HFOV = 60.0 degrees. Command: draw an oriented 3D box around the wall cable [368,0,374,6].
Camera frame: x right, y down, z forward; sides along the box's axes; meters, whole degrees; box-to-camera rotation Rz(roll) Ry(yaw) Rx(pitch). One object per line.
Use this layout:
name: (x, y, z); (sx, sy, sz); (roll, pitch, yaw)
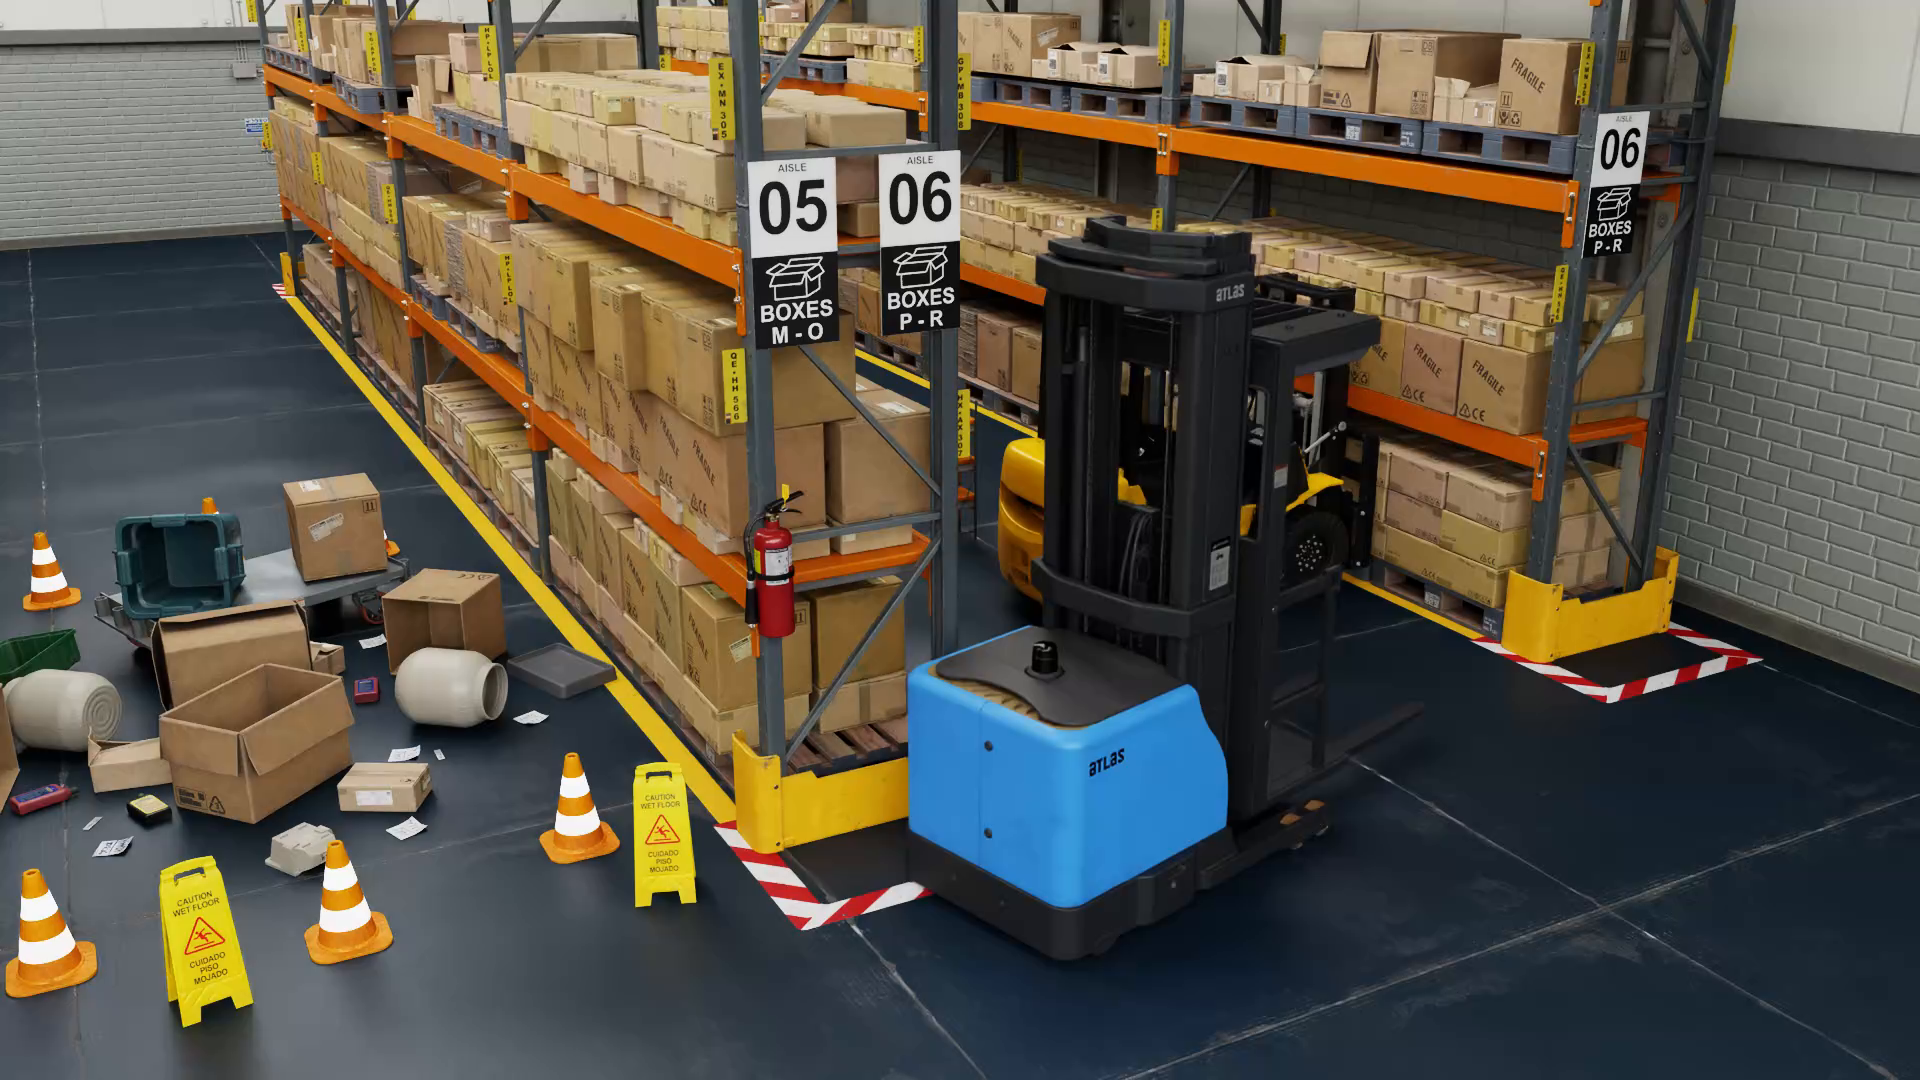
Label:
wall cable: (-7.890, -9.620, 26.158); (2.988, 3.039, 0.133); (-10, 21, -27)

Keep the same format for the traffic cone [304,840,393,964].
traffic cone: (-2.631, 1.497, 7.083); (0.336, 0.463, 0.334); (-10, 21, -27)

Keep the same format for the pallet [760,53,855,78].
pallet: (-1.560, -5.394, 18.853); (1.213, 0.211, 1.003); (-10, 21, -27)

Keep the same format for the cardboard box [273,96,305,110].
cardboard box: (-8.149, -5.323, 20.278); (0.380, 0.149, 0.250); (-9, 21, -26)

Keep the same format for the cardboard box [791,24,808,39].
cardboard box: (-1.634, -5.580, 18.237); (0.380, 0.149, 0.250); (-10, 22, -28)

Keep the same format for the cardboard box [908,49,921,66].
cardboard box: (-0.288, -4.714, 16.215); (0.380, 0.149, 0.250); (-9, 21, -26)

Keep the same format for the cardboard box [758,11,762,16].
cardboard box: (-2.259, -6.094, 19.603); (0.500, 0.250, 0.500); (-10, 21, -27)

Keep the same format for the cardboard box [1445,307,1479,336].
cardboard box: (3.263, -1.381, 10.386); (0.380, 0.149, 0.250); (-10, 21, -26)

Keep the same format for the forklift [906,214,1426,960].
forklift: (1.169, -0.029, 7.723); (3.031, 2.935, 1.130); (-17, 26, -41)

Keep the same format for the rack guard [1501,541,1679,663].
rack guard: (3.902, 0.371, 10.291); (1.175, 0.500, 0.348); (-10, 21, -27)

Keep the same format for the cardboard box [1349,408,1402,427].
cardboard box: (3.123, -0.793, 11.869); (0.500, 0.250, 0.500); (-10, 22, -28)

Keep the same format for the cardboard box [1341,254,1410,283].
cardboard box: (2.802, -1.822, 11.209); (0.380, 0.149, 0.250); (-10, 21, -26)

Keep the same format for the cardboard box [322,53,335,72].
cardboard box: (-5.881, -4.581, 15.925); (0.380, 0.166, 0.250); (-12, 22, -30)

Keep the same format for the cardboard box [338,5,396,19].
cardboard box: (-6.269, -5.405, 17.648); (0.500, 0.500, 0.500); (-10, 21, -26)

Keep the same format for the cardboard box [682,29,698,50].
cardboard box: (-3.245, -6.437, 21.363); (0.500, 0.250, 0.500); (-11, 22, -28)

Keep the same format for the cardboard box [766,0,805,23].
cardboard box: (-1.972, -6.003, 18.829); (0.396, 0.266, 0.258); (-10, 22, -27)

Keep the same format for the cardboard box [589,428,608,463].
cardboard box: (-1.909, -0.569, 9.566); (0.380, 0.149, 0.250); (-10, 21, -26)

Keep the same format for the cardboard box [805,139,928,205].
cardboard box: (-0.480, -1.721, 7.696); (0.500, 0.250, 0.500); (-10, 22, -28)

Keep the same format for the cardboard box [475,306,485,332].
cardboard box: (-3.250, -1.600, 11.912); (0.380, 0.149, 0.250); (-10, 21, -26)

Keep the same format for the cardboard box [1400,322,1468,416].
cardboard box: (3.188, -1.116, 10.614); (0.500, 0.500, 0.500); (-9, 21, -25)

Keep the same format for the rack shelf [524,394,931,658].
rack shelf: (-1.426, -0.282, 9.453); (1.077, 0.370, 4.000); (-10, 21, -27)

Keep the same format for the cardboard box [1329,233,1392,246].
cardboard box: (2.908, -2.124, 12.083); (0.380, 0.149, 0.250); (-10, 22, -28)

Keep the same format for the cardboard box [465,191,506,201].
cardboard box: (-3.814, -2.643, 13.940); (0.500, 0.500, 0.500); (-11, 22, -28)

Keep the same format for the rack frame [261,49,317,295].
rack frame: (-8.074, -4.641, 20.982); (1.000, 3.000, 0.127); (-10, 21, -27)

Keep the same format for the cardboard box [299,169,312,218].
cardboard box: (-7.120, -3.922, 18.747); (0.500, 0.500, 0.500); (-10, 22, -27)

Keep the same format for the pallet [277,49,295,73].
pallet: (-7.129, -5.455, 18.879); (1.003, 0.211, 1.213); (-10, 21, -27)

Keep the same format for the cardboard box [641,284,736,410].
cardboard box: (-1.144, -0.968, 8.195); (0.700, 0.500, 0.500); (-10, 21, -26)

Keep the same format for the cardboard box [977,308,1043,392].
cardboard box: (0.693, -1.823, 15.812); (0.875, 0.625, 0.625); (-9, 21, -25)

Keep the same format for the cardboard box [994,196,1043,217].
cardboard box: (0.537, -3.044, 15.208); (0.380, 0.149, 0.250); (-10, 21, -26)

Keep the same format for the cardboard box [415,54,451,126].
cardboard box: (-3.833, -3.536, 13.028); (0.700, 0.500, 0.500); (-10, 21, -27)

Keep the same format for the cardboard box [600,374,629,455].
cardboard box: (-1.668, -0.786, 9.201); (0.500, 0.500, 0.500); (-10, 21, -26)

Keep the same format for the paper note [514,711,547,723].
paper note: (-2.382, 0.983, 9.236); (0.148, 0.019, 0.142); (16, 25, 39)

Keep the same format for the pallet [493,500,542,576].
pallet: (-2.746, -0.101, 12.101); (1.003, 0.211, 1.213); (-10, 21, -27)

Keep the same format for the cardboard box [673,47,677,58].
cardboard box: (-3.613, -6.511, 22.189); (0.380, 0.149, 0.250); (-10, 21, -26)

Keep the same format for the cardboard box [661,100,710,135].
cardboard box: (-1.197, -2.007, 7.912); (0.380, 0.149, 0.250); (-10, 21, -26)

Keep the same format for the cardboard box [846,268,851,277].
cardboard box: (-1.042, -3.004, 18.432); (0.380, 0.149, 0.250); (-10, 21, -26)

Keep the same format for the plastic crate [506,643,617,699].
plastic crate: (-2.351, 0.762, 9.801); (0.583, 0.080, 0.402); (16, 25, 39)

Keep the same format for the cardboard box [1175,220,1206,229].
cardboard box: (1.932, -2.539, 13.744); (0.380, 0.149, 0.250); (-11, 22, -28)

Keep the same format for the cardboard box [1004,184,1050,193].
cardboard box: (0.647, -3.348, 16.089); (0.380, 0.149, 0.250); (-9, 21, -25)

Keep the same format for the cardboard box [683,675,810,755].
cardboard box: (-1.108, 0.856, 8.623); (0.500, 0.250, 0.500); (-10, 21, -27)

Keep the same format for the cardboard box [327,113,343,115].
cardboard box: (-6.740, -4.524, 17.963); (0.380, 0.149, 0.250); (-10, 21, -27)

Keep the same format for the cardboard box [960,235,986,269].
cardboard box: (0.322, -2.733, 15.683); (0.500, 0.250, 0.500); (-10, 22, -28)

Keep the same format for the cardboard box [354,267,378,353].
cardboard box: (-5.809, -2.521, 17.453); (0.875, 0.875, 0.875); (-9, 21, -25)

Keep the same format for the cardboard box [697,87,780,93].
cardboard box: (-1.160, -2.299, 8.760); (0.380, 0.149, 0.250); (-9, 21, -26)

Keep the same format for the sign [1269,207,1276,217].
sign: (2.479, -2.499, 13.327); (0.100, 0.325, 0.005); (-10, 21, -27)

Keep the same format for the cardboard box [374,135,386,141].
cardboard box: (-5.741, -3.923, 17.216); (0.500, 0.500, 0.500); (-9, 21, -25)

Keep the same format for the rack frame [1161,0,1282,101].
rack frame: (1.991, -4.802, 12.252); (1.000, 3.000, 0.127); (-10, 21, -27)

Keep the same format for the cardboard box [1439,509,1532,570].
cardboard box: (3.384, -0.044, 10.466); (0.500, 0.250, 0.500); (-10, 22, -27)

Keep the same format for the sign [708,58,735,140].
sign: (-0.974, -1.804, 6.805); (0.100, 0.325, 0.005); (-10, 21, -27)

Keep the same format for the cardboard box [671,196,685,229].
cardboard box: (-1.135, -1.554, 7.823); (0.380, 0.149, 0.250); (-9, 21, -25)

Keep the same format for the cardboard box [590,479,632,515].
cardboard box: (-1.950, -0.276, 9.759); (0.380, 0.149, 0.250); (-9, 21, -24)

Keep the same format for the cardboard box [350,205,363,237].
cardboard box: (-5.483, -3.049, 15.832); (0.500, 0.250, 0.500); (-11, 22, -28)

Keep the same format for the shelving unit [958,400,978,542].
shelving unit: (-0.025, -0.512, 12.005); (0.215, 1.050, 0.252); (-10, 21, -27)

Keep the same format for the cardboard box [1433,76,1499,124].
cardboard box: (3.110, -2.682, 10.115); (0.396, 0.266, 0.258); (-10, 21, -27)

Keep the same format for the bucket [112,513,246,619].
bucket: (-4.590, 0.110, 9.901); (0.726, 0.611, 0.620); (-3, 9, -8)
